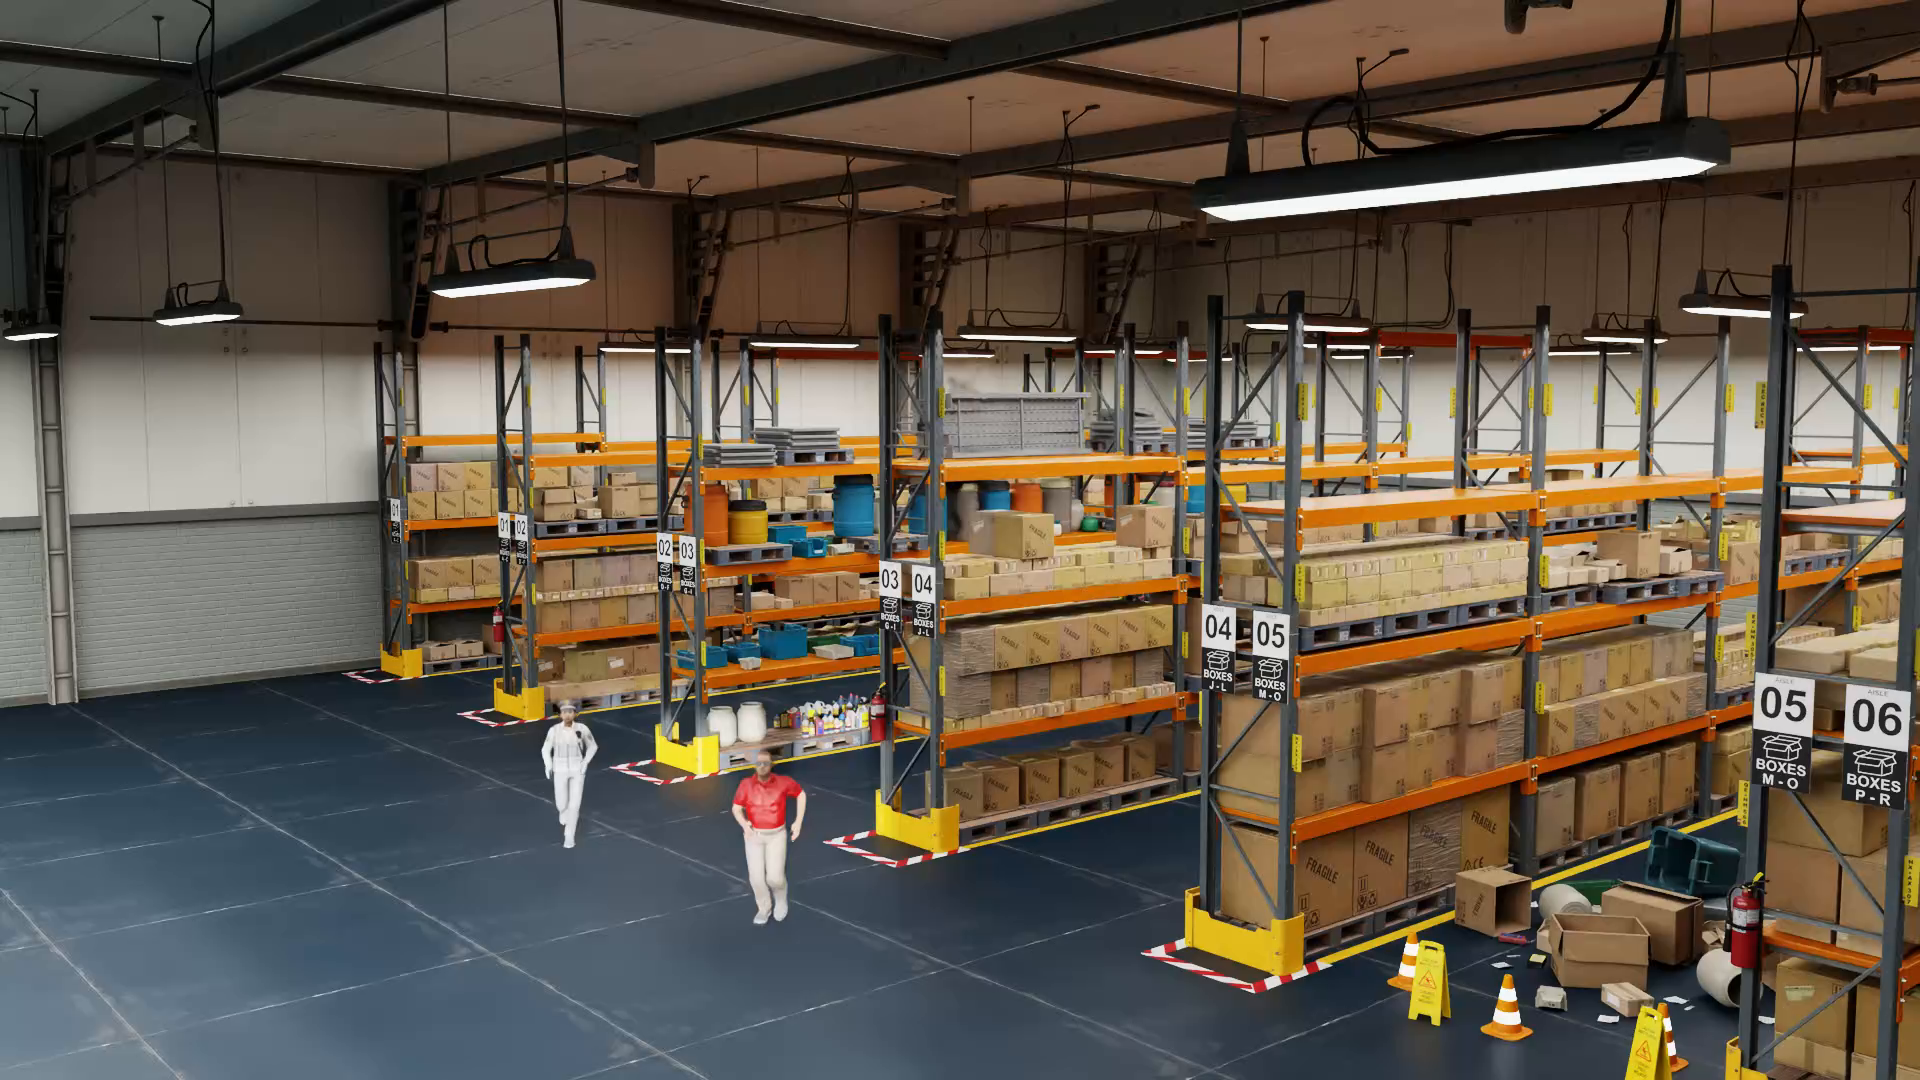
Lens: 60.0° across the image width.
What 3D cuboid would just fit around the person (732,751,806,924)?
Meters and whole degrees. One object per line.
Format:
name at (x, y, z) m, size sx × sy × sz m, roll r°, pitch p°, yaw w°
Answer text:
person at (-1.846, 2.869, 15.949) m, size 0.692 × 1.692 × 0.615 m, roll 0°, pitch 5°, yaw 1°

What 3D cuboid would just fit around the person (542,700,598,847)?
person at (-4.445, 2.630, 18.955) m, size 0.625 × 1.662 × 0.540 m, roll -1°, pitch 5°, yaw -10°
